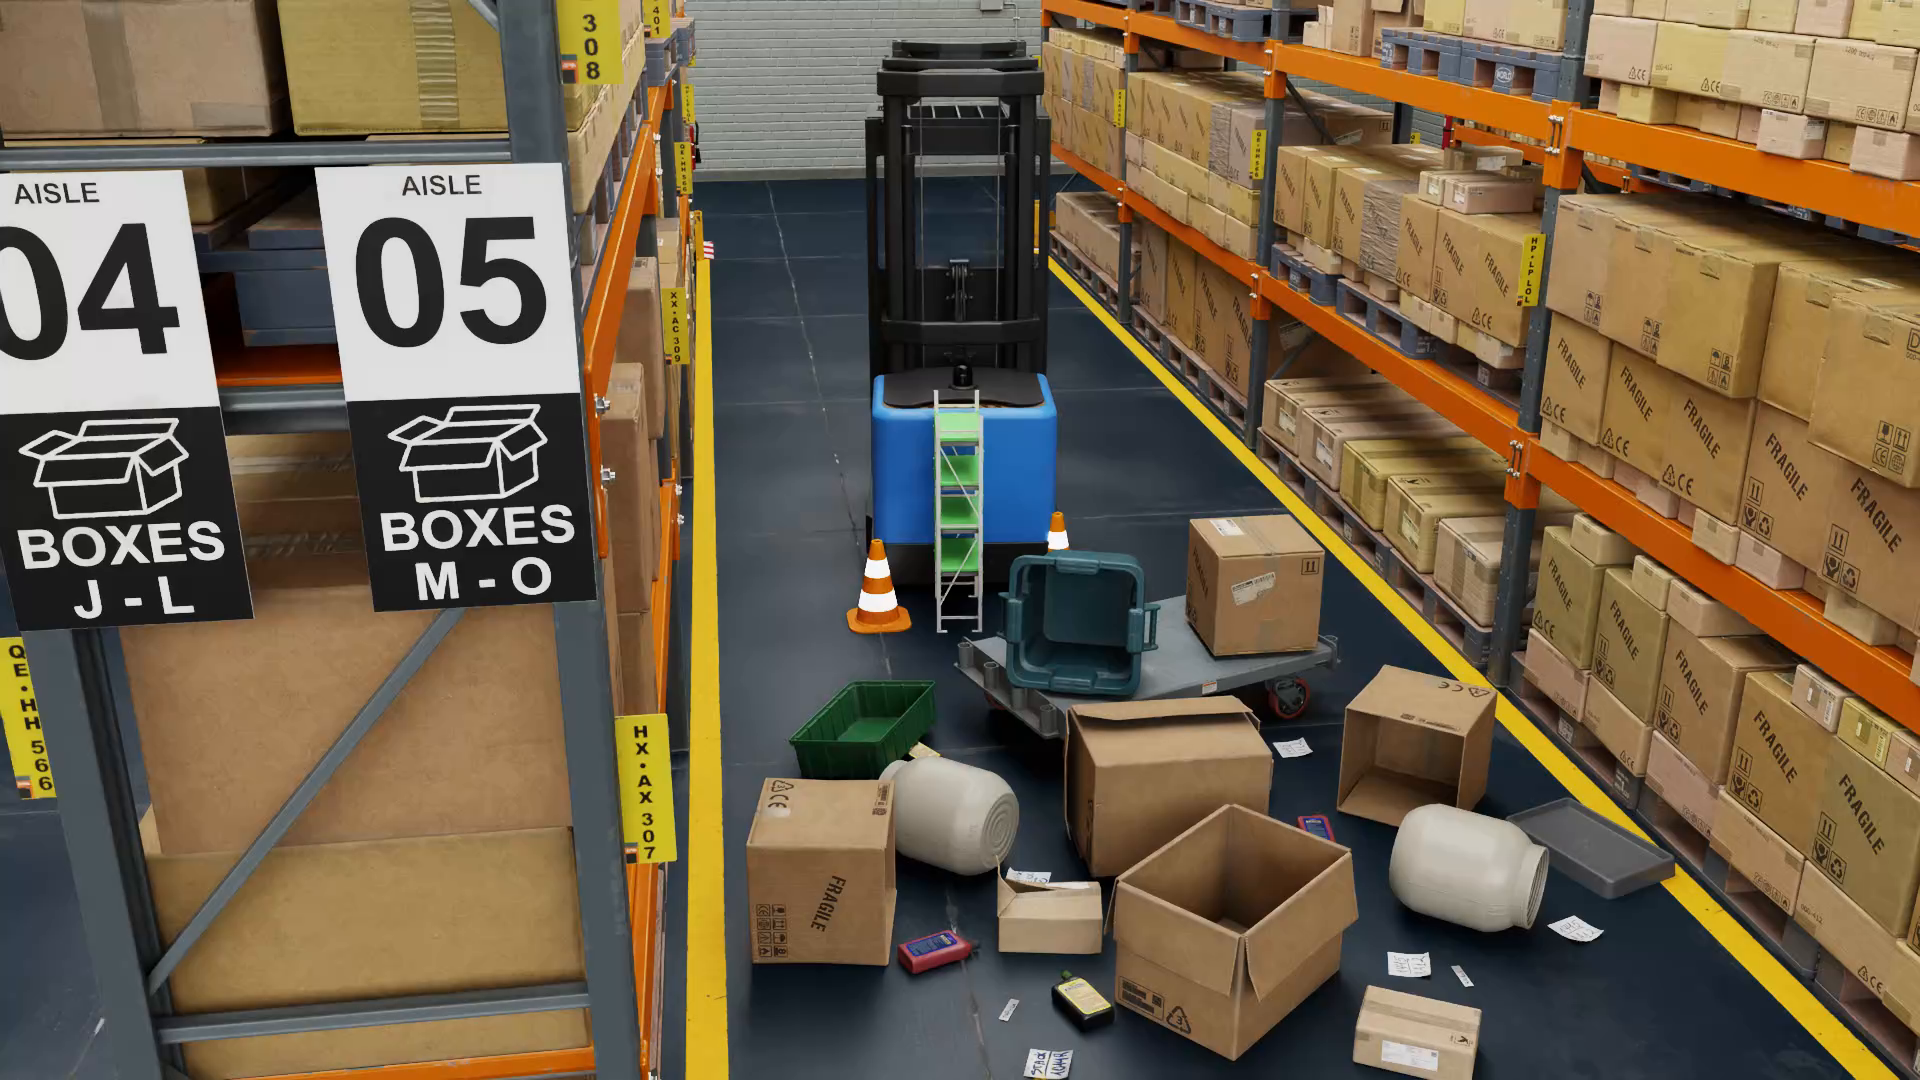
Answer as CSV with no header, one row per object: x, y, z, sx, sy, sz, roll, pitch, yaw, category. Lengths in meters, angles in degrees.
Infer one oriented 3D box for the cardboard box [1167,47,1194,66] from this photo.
2.147,-4.509,15.504,0.380,0.149,0.250,-3,21,-7,cardboard box

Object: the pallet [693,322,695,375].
-2.782,-1.620,14.251,1.003,0.211,1.213,-3,21,-8,pallet

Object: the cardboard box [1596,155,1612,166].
6.544,-3.801,16.464,0.380,0.149,0.250,-2,21,-6,cardboard box

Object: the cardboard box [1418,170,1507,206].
2.676,-1.877,8.859,0.380,0.149,0.250,-4,21,-10,cardboard box

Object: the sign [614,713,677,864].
-0.616,0.491,3.264,0.100,0.325,0.005,-3,21,-8,sign

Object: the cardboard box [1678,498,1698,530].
3.096,-0.114,6.593,0.380,0.149,0.250,-3,21,-8,cardboard box

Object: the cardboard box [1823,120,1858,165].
3.165,-1.342,5.595,0.380,0.149,0.250,-3,21,-7,cardboard box

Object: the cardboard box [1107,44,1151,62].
1.618,-4.660,15.907,0.380,0.149,0.250,-3,21,-8,cardboard box

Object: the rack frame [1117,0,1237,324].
1.988,-3.480,15.246,1.000,3.000,0.127,-3,21,-8,rack frame

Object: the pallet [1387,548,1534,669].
3.028,0.327,9.040,1.003,0.211,1.213,-3,21,-8,pallet

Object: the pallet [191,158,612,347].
-1.283,-0.661,3.537,1.003,0.211,1.213,-3,21,-8,pallet

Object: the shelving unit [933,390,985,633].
-0.011,-0.156,8.919,0.258,1.200,0.503,-1,20,-2,shelving unit

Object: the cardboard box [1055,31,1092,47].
1.221,-5.364,17.792,0.380,0.149,0.250,-2,21,-6,cardboard box

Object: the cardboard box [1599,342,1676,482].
3.024,-0.557,6.853,0.500,0.500,0.500,-3,21,-8,cardboard box

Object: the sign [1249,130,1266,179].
2.016,-2.608,11.258,0.100,0.325,0.005,-3,21,-8,sign

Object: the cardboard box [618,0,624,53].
-1.201,-1.463,4.604,0.500,0.250,0.500,-3,21,-8,cardboard box

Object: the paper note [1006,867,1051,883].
0.264,1.347,6.577,0.172,0.023,0.155,4,21,11,paper note

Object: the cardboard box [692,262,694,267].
-2.953,-2.920,17.222,0.380,0.149,0.250,-4,21,-10,cardboard box

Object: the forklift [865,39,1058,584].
-0.020,-1.591,10.287,1.130,2.935,3.031,-1,20,-2,forklift

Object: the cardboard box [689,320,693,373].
-2.396,-1.622,13.244,0.500,0.500,0.500,-3,21,-9,cardboard box

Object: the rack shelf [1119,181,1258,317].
2.276,-2.451,13.518,1.077,0.370,4.000,-3,21,-8,rack shelf

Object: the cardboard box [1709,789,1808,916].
3.187,1.139,6.209,0.500,0.250,0.500,-4,21,-10,cardboard box

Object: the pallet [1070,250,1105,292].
1.777,-2.864,17.583,1.003,0.211,1.213,-3,21,-8,pallet

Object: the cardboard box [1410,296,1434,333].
2.660,-1.221,8.957,0.380,0.149,0.250,-3,21,-7,cardboard box

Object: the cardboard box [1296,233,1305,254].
2.435,-1.953,10.916,0.380,0.149,0.250,-4,21,-11,cardboard box

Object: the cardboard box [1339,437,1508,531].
2.854,-0.347,10.013,0.950,0.372,0.625,-2,21,-6,cardboard box

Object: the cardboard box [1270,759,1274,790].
1.135,0.961,7.264,0.396,0.266,0.258,17,27,39,cardboard box

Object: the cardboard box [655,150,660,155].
-2.385,-2.793,12.315,0.380,0.149,0.250,-2,21,-6,cardboard box

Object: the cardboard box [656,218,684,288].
-1.988,-1.715,10.377,0.500,0.500,0.500,-3,21,-8,cardboard box

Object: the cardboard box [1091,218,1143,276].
1.874,-3.009,17.048,0.875,0.438,0.875,-4,21,-9,cardboard box

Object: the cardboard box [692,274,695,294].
-2.631,-2.338,15.237,0.380,0.149,0.250,-2,21,-5,cardboard box

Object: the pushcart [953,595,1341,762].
0.892,0.651,7.935,1.648,0.377,0.936,-11,23,-26,pushcart

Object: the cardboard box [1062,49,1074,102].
1.362,-4.843,17.324,0.500,0.500,0.500,-3,21,-8,cardboard box

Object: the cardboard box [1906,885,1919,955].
3.344,1.151,5.106,0.500,0.500,0.500,-3,21,-7,cardboard box

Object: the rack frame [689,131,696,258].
-3.472,-4.580,18.192,1.000,3.000,0.127,-3,21,-8,rack frame

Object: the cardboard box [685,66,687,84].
-3.003,-4.734,16.607,0.500,0.500,0.500,-2,21,-5,cardboard box

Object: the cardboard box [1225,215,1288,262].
2.235,-2.187,11.998,0.500,0.250,0.500,-4,21,-10,cardboard box

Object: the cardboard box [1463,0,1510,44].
2.846,-2.612,8.250,0.500,0.250,0.500,-3,21,-7,cardboard box

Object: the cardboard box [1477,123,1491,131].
6.181,-4.785,19.101,0.380,0.149,0.250,-2,21,-6,cardboard box

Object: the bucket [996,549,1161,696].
0.559,0.327,7.560,0.726,0.611,0.620,4,11,11,bucket

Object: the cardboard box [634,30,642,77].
-1.298,-1.670,5.729,0.380,0.149,0.250,-3,21,-7,cardboard box

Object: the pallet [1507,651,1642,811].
3.273,0.827,7.700,1.003,0.211,1.213,-3,21,-8,pallet

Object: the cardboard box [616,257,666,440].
-1.529,-0.688,6.012,0.875,0.550,0.550,-3,21,-8,cardboard box

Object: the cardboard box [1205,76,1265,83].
2.383,-3.674,14.195,0.500,0.500,0.500,-3,21,-7,cardboard box

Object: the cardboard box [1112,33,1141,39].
1.805,-5.215,17.392,0.380,0.149,0.250,-3,21,-8,cardboard box

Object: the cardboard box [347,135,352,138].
-1.732,-1.110,4.229,0.380,0.149,0.250,-3,21,-7,cardboard box

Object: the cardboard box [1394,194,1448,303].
2.706,-1.592,9.023,0.500,0.500,0.500,-2,21,-6,cardboard box

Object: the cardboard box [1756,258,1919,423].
3.253,-0.672,5.732,0.700,0.500,0.500,-3,21,-8,cardboard box

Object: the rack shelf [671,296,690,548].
-2.031,-0.781,9.048,1.077,0.370,4.000,-3,21,-8,rack shelf

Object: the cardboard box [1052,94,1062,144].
1.297,-4.557,17.988,0.500,0.500,0.500,-3,21,-9,cardboard box

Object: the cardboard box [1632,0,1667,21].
2.930,-2.157,6.637,0.380,0.149,0.250,-2,21,-6,cardboard box

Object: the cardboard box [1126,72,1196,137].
1.767,-3.828,14.607,0.500,0.500,0.500,-3,21,-7,cardboard box

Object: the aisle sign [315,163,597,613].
-0.859,-0.249,2.880,0.394,0.787,0.004,-3,21,-8,aisle sign

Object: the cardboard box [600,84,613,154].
-1.008,-0.969,3.853,0.380,0.149,0.250,-3,21,-7,cardboard box

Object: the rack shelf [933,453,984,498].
-0.011,-0.321,8.857,0.258,0.148,0.480,-1,20,-2,rack shelf
